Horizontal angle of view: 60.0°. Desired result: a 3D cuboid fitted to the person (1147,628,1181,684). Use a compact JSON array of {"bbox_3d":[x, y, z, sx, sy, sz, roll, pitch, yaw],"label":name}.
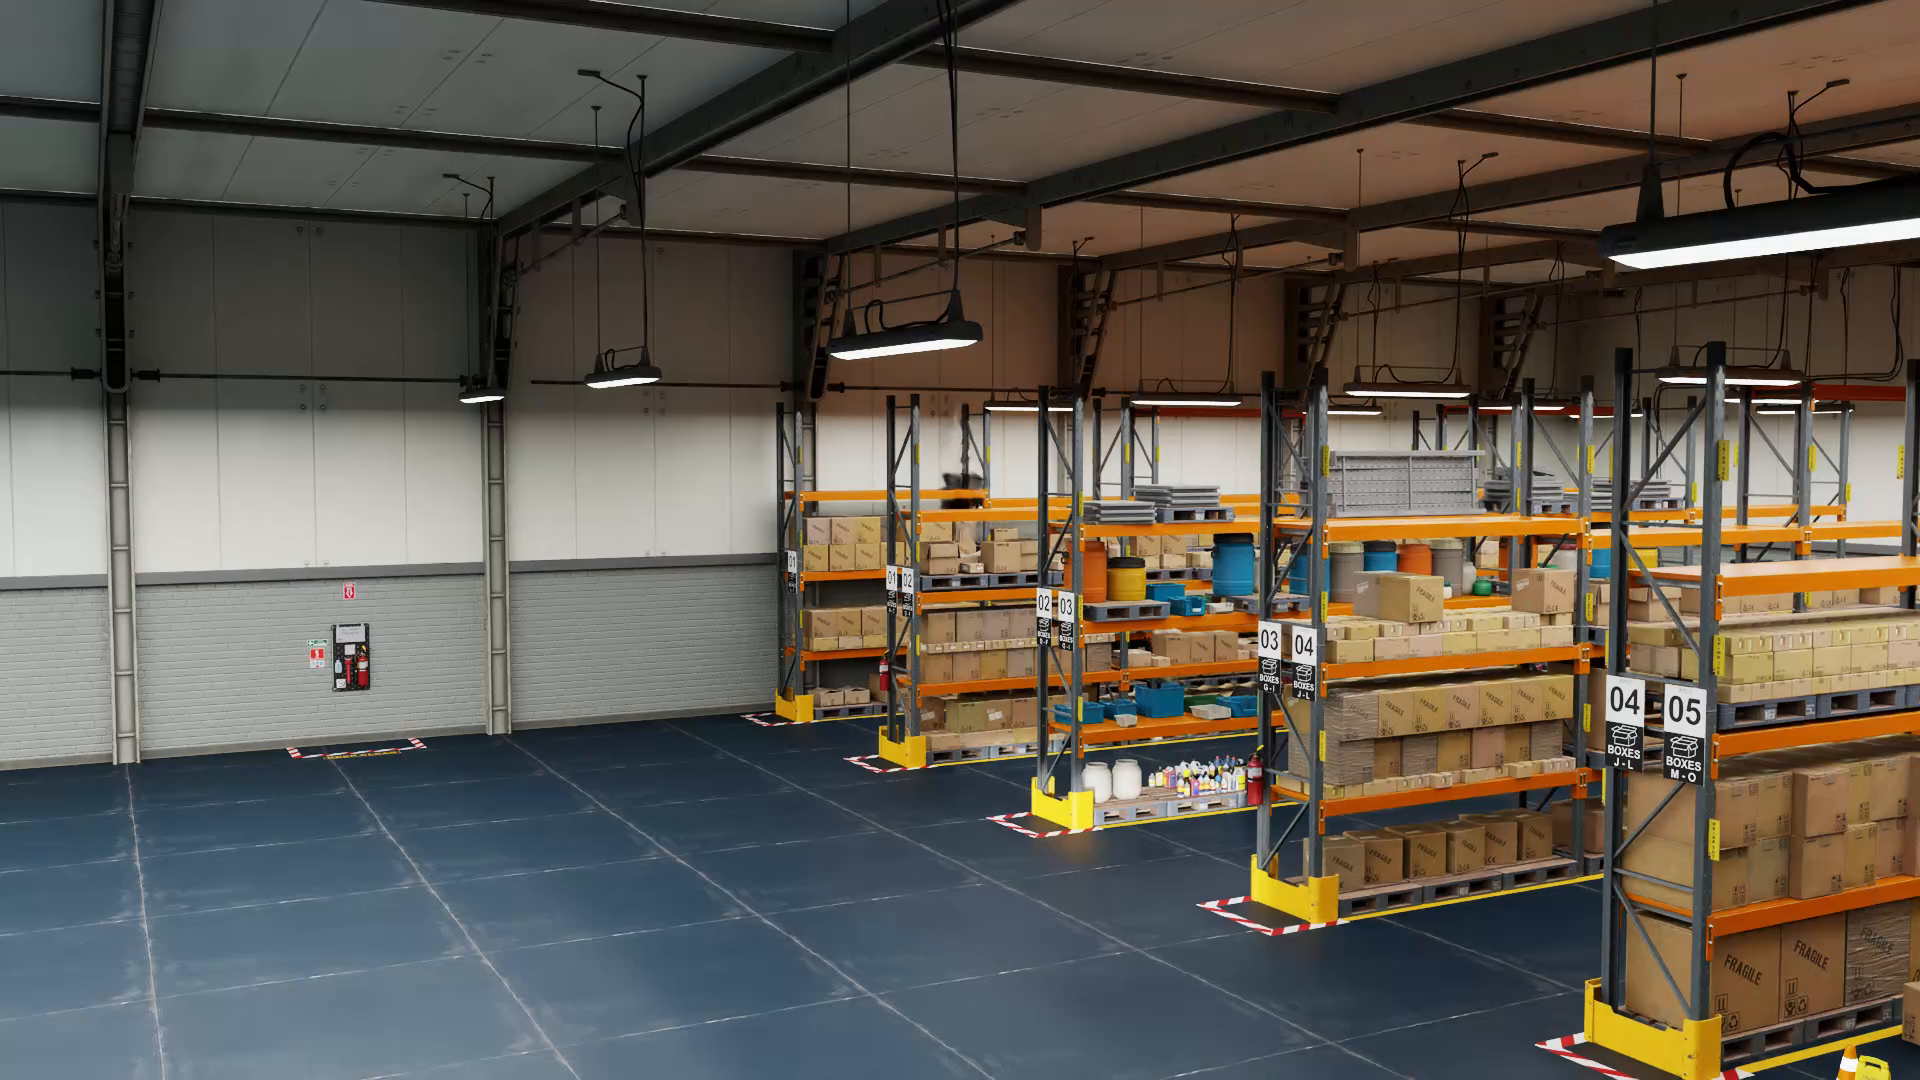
[{"bbox_3d":[3.990,2.300,32.604,0.737,1.824,0.651,-2,4,-35],"label":"person"}]
